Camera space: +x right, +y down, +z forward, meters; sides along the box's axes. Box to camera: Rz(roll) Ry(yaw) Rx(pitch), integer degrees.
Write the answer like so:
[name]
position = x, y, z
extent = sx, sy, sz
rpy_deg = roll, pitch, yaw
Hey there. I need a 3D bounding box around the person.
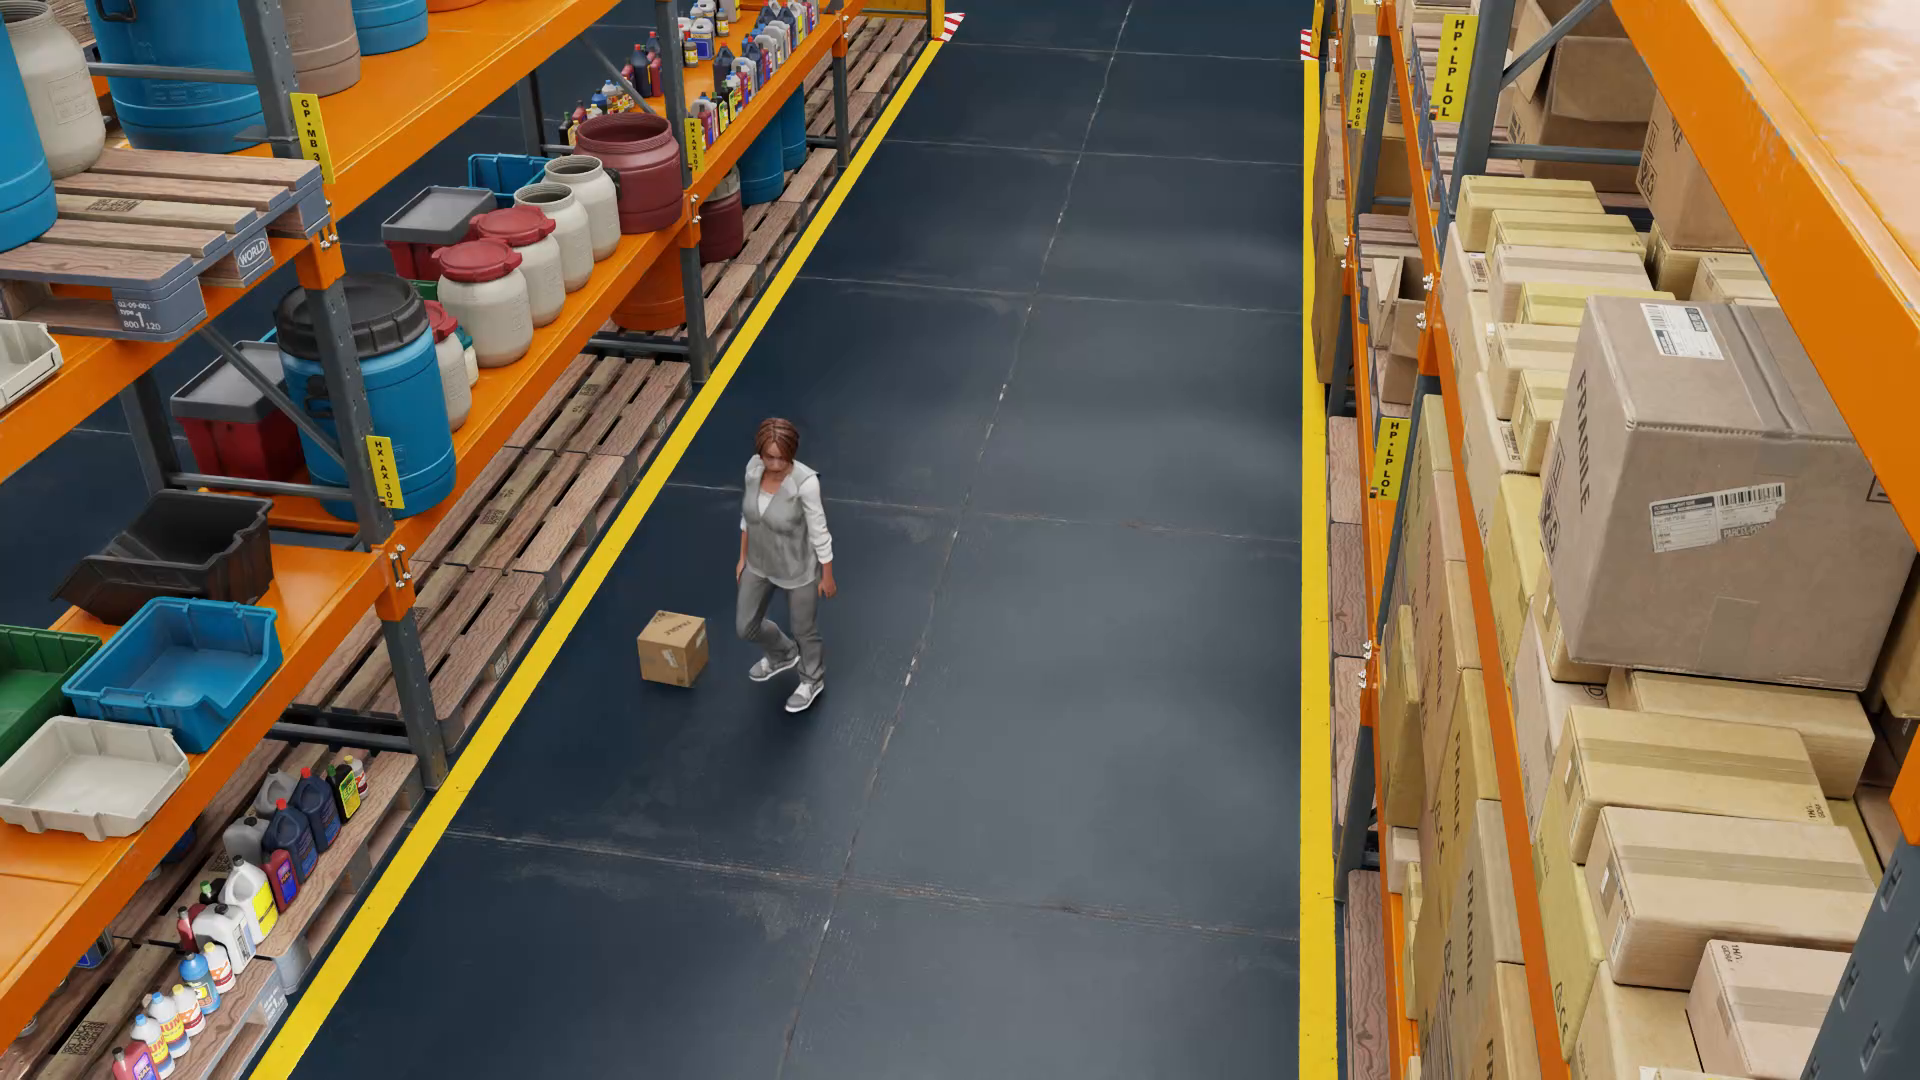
[person]
position = -0.805, 0.114, 7.548
extent = 0.545, 1.586, 0.409
rpy_deg = 17, 36, 24
